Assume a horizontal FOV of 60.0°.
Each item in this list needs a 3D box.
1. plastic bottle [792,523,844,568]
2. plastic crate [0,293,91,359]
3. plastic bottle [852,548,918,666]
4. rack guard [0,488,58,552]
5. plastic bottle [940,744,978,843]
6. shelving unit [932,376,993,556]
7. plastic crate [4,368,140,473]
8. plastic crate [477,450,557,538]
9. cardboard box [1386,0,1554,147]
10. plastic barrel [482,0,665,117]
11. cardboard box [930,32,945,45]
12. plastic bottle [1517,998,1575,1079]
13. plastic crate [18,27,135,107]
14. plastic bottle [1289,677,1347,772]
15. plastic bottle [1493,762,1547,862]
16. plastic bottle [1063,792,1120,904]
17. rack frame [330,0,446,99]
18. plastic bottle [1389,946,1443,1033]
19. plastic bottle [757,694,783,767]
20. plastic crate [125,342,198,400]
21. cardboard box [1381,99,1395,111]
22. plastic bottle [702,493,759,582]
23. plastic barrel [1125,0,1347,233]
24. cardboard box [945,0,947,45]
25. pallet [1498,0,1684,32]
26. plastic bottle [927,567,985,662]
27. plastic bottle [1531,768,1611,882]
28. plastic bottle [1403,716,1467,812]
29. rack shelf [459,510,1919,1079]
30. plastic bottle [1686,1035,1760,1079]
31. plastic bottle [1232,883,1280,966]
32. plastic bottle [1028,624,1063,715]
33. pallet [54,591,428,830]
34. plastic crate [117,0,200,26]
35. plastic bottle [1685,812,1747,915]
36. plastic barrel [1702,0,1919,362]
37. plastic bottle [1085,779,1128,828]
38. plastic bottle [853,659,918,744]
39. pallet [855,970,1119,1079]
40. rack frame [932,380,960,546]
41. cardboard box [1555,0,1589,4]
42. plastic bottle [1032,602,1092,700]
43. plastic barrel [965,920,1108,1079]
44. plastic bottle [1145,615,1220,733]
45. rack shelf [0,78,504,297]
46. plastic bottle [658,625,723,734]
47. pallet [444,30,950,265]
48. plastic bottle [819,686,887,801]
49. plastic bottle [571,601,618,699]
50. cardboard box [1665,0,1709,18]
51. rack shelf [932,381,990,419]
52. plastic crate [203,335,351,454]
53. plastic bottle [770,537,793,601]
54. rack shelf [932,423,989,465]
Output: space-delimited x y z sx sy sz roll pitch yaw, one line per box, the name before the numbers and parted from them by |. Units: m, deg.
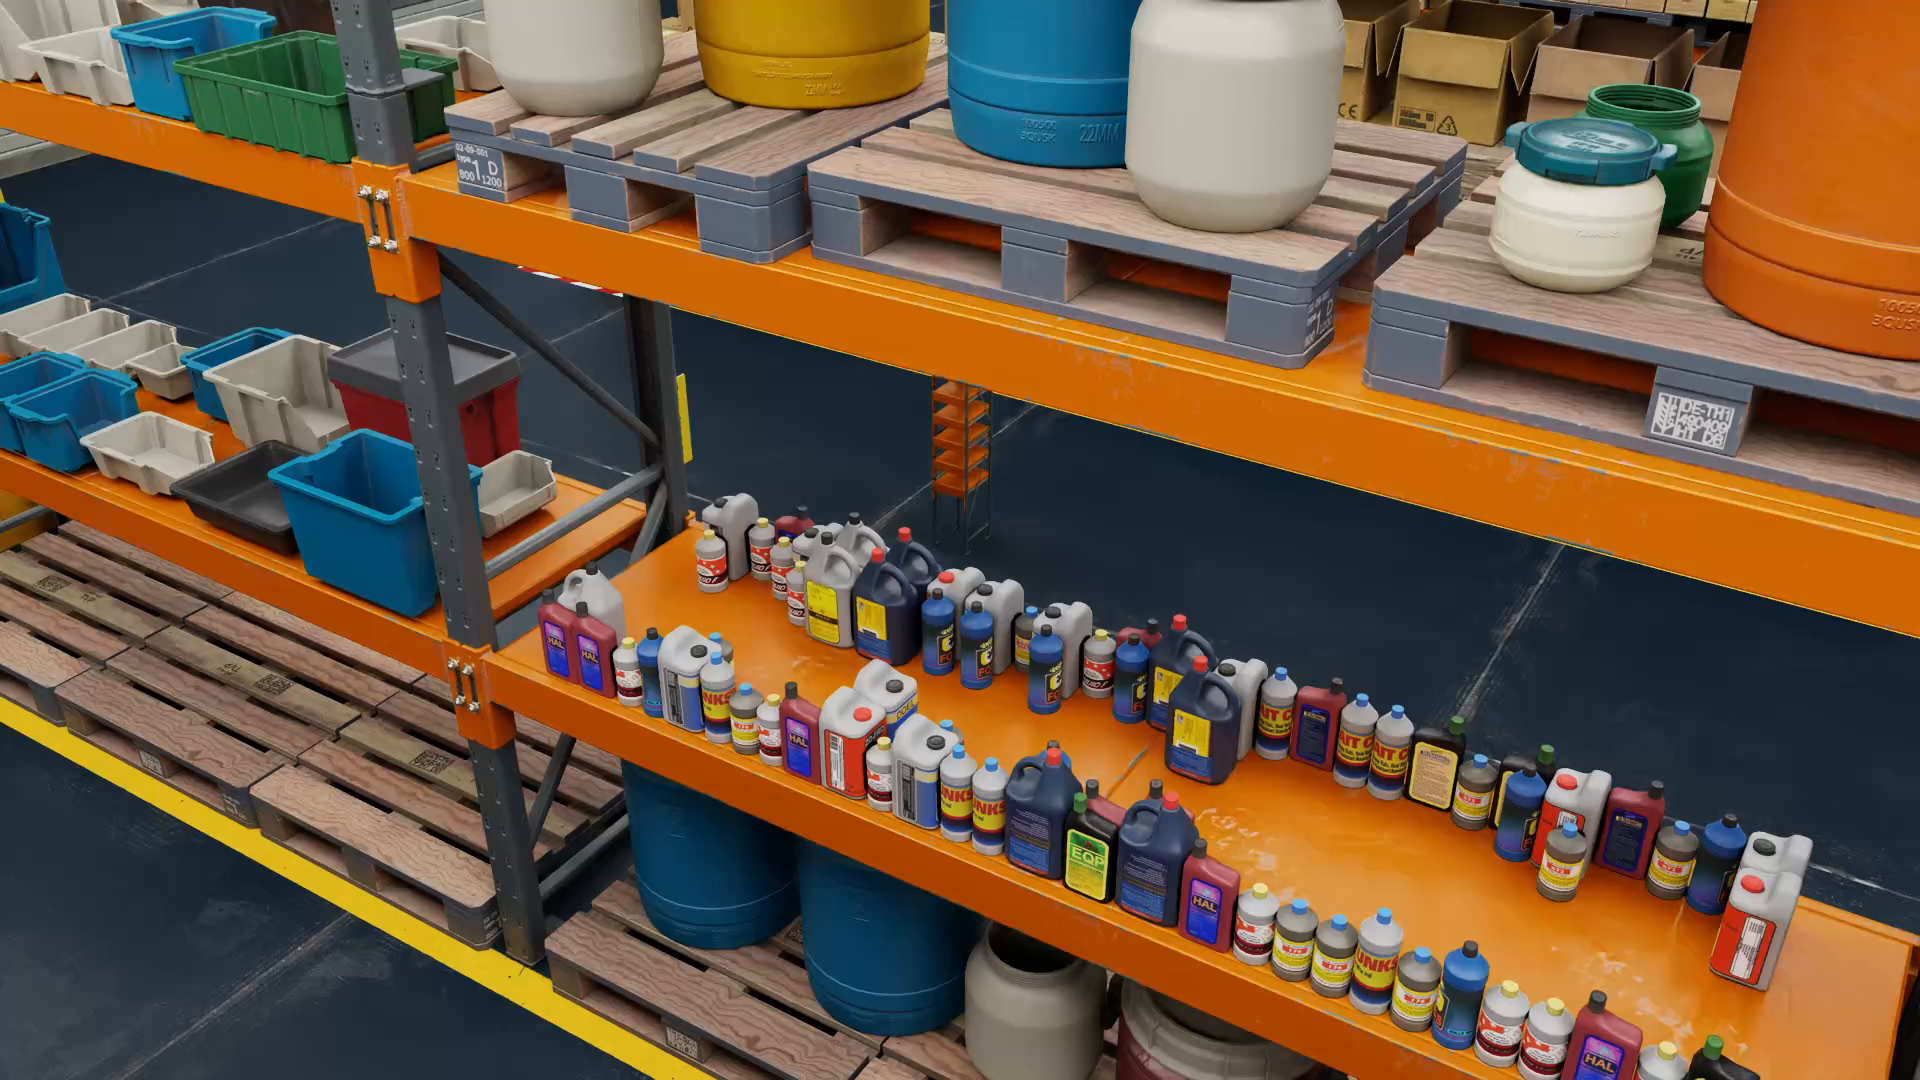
plastic bottle | -0.442 0.070 5.277 0.135 0.276 0.152 18 35 27
plastic crate | -3.858 -0.892 7.004 0.243 0.136 0.396 18 35 27
plastic bottle | -0.225 0.190 4.997 0.185 0.351 0.144 18 35 27
rack guard | -4.672 -0.042 7.826 0.348 0.500 1.175 18 35 27
plastic bottle | -0.003 0.646 4.294 0.097 0.271 0.097 0 30 0
shelving unit | 0.012 -0.514 7.941 0.189 1.200 0.258 18 35 27
plastic crate | -3.242 -0.435 6.125 0.300 0.233 0.416 18 35 27
plastic crate | -1.575 -0.147 5.727 0.243 0.136 0.396 18 35 27
cardboard box | 2.497 -2.283 8.092 0.637 0.503 0.797 18 35 28
plastic barrel | -0.945 -1.337 4.037 0.433 0.535 0.433 0 30 0
cardboard box | -0.156 -2.872 10.049 0.500 0.250 0.500 18 35 27
plastic bottle | 1.278 1.081 3.617 0.097 0.201 0.097 0 30 0
plastic crate | -2.537 -1.409 4.974 0.466 0.136 0.293 18 35 27
plastic bottle | 0.982 0.490 4.549 0.133 0.283 0.061 18 35 27
plastic bottle | 1.428 0.683 4.230 0.097 0.271 0.097 0 30 0
plastic bottle | 0.324 0.755 4.095 0.133 0.283 0.061 18 35 27
rack frame | -1.257 -2.640 3.846 0.127 3.000 1.000 18 35 27
plastic bottle | 1.031 1.003 3.751 0.097 0.201 0.097 0 30 0
plastic bottle | -0.509 0.516 4.586 0.097 0.201 0.097 0 30 0
plastic crate | -3.111 -0.672 6.628 0.250 0.136 0.298 18 35 27
cardboard box | 2.333 -2.062 8.709 0.500 0.500 0.500 19 35 29
plastic bottle | -0.751 -0.028 5.444 0.135 0.276 0.152 18 35 27
plastic barrel | 0.549 -0.924 3.329 0.433 0.535 0.433 0 30 0
cardboard box | 0.250 -3.061 9.629 0.500 0.500 0.500 16 34 26
pallet | 4.669 -3.903 12.154 1.213 0.211 1.003 18 35 27
plastic bottle | -0.015 0.205 5.045 0.135 0.276 0.152 18 35 27
plastic bottle | 1.544 0.698 4.200 0.135 0.276 0.152 18 35 27
plastic bottle | 1.260 0.578 4.399 0.133 0.283 0.061 18 35 27
rack shelf | 0.437 0.797 4.620 4.000 0.370 1.077 18 35 27
plastic bottle | 1.561 1.147 3.424 0.133 0.283 0.061 18 35 27
plastic bottle | 0.701 0.899 3.930 0.097 0.201 0.097 0 30 0
plastic bottle | 0.245 0.363 4.778 0.097 0.271 0.097 0 30 0
pallet | -2.938 0.648 6.929 1.213 0.211 1.003 18 35 27
plastic crate | -2.763 -1.855 5.738 0.530 0.136 0.437 18 35 27
plastic bottle | 1.853 0.781 4.062 0.097 0.271 0.097 0 30 0
plastic barrel | 1.652 -0.793 2.814 0.708 0.830 0.600 18 35 27
plastic bottle | 0.356 0.729 4.139 0.133 0.283 0.061 18 35 27
plastic bottle | -0.202 0.474 4.584 0.135 0.276 0.152 18 35 27
pallet | 0.412 1.706 5.116 1.213 0.211 1.003 18 35 27
rack frame | -0.065 -0.539 7.983 0.006 1.200 0.240 18 35 27
cardboard box | 4.426 -3.952 11.880 0.250 0.149 0.380 18 35 28
plastic bottle | 0.296 0.303 4.877 0.135 0.276 0.152 18 35 27
plastic barrel | 0.225 1.376 4.967 0.421 0.512 0.421 0 30 0
plastic bottle | 0.628 0.374 4.681 0.185 0.351 0.144 18 35 27
rack shelf | -2.951 -1.570 5.701 4.000 0.370 1.077 18 35 27
plastic bottle | -0.758 0.389 4.730 0.135 0.276 0.152 18 35 27
pallet | -0.541 -1.095 4.361 1.003 0.211 1.213 18 35 27
plastic bottle | -0.283 0.539 4.472 0.135 0.276 0.152 18 35 27
plastic bottle | -1.060 0.317 4.845 0.133 0.283 0.061 18 35 27
cardboard box | 5.063 -3.748 11.530 0.250 0.149 0.380 16 34 25
rack shelf | 0.012 -0.683 7.842 0.180 0.103 0.258 18 35 27
plastic crate | -2.452 -0.512 6.208 0.530 0.282 0.437 18 35 27
plastic bottle | -0.558 0.085 5.324 0.097 0.201 0.097 0 30 0
rack shelf | 0.012 -0.476 7.963 0.180 0.103 0.258 18 35 27
